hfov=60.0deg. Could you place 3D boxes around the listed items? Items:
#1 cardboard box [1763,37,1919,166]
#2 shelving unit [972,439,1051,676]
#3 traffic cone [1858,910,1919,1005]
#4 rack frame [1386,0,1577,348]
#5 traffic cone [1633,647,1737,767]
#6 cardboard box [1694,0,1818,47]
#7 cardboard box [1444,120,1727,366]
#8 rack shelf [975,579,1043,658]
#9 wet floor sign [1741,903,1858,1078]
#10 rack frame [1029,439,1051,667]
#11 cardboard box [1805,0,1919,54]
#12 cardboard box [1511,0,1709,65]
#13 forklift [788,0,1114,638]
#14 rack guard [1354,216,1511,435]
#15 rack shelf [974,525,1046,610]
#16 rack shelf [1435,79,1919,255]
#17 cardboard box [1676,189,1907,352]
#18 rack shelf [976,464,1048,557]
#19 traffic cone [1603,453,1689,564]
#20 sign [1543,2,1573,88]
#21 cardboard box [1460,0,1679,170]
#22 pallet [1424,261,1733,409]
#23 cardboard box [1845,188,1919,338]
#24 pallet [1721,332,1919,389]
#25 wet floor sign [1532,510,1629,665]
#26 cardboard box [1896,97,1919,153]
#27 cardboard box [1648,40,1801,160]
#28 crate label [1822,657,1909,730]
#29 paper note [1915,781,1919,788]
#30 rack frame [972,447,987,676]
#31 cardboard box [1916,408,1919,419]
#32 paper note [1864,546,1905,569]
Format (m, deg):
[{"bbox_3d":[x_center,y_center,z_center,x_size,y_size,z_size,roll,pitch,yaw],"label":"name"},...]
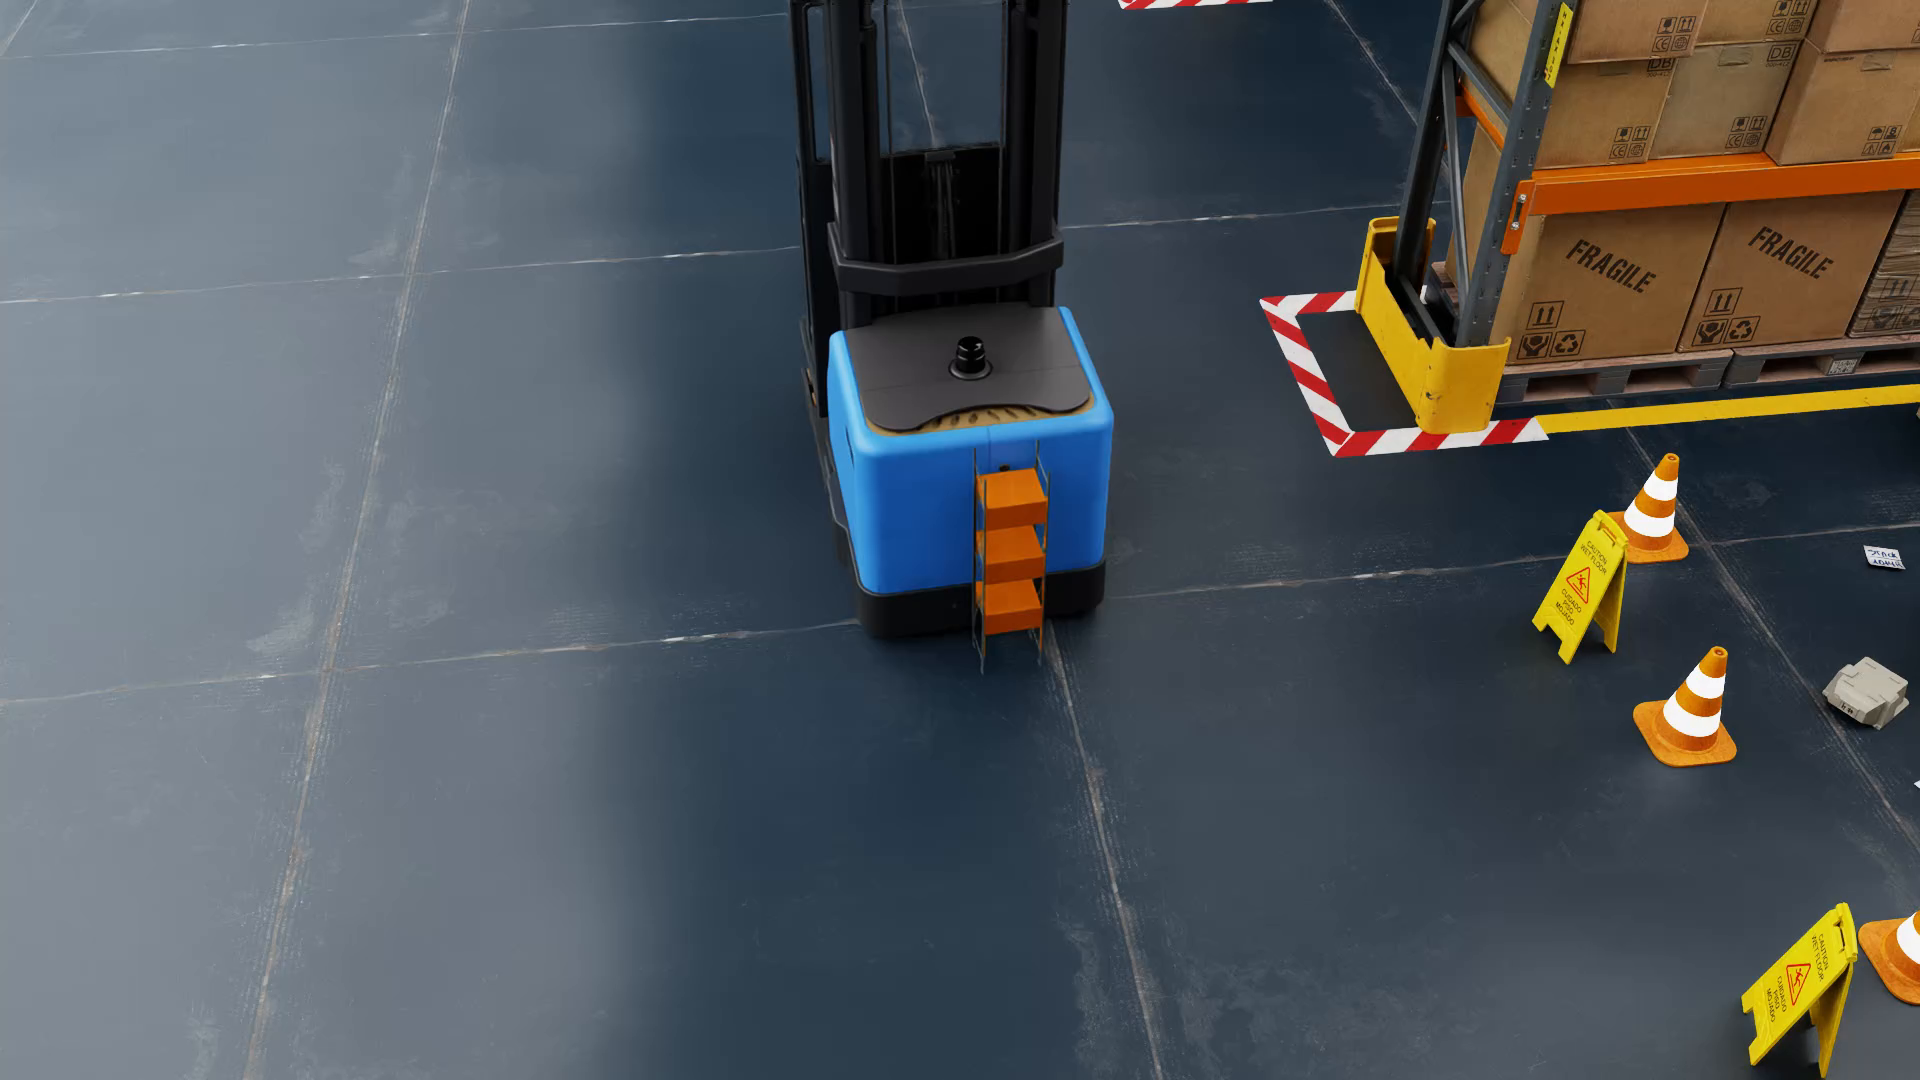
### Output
[{"bbox_3d":[3.834,-2.167,7.517,0.550,0.550,0.875,-5,42,-6],"label":"cardboard box"},{"bbox_3d":[0.194,0.088,6.583,0.252,1.050,0.215,-8,43,-9],"label":"shelving unit"},{"bbox_3d":[3.359,1.305,5.673,0.334,0.463,0.336,-5,42,-6],"label":"traffic cone"},{"bbox_3d":[2.358,-2.022,7.467,0.127,3.000,1.000,-5,42,-6],"label":"rack frame"},{"bbox_3d":[2.878,0.597,6.458,0.334,0.463,0.336,-5,42,-6],"label":"traffic cone"},{"bbox_3d":[3.264,-2.594,7.183,0.550,0.550,0.875,-5,42,-6],"label":"cardboard box"},{"bbox_3d":[3.021,-1.492,8.152,0.875,0.875,0.875,-5,42,-5],"label":"cardboard box"},{"bbox_3d":[0.194,0.303,6.777,0.240,0.259,0.215,-8,43,-9],"label":"rack shelf"},{"bbox_3d":[2.772,1.437,5.390,0.232,0.644,0.267,8,43,9],"label":"wet floor sign"},{"bbox_3d":[0.314,0.072,6.602,0.008,1.050,0.200,-8,43,-9],"label":"rack frame"},{"bbox_3d":[3.837,-2.553,7.137,0.550,0.550,0.875,-5,42,-6],"label":"cardboard box"},{"bbox_3d":[2.730,-2.485,7.063,0.550,0.550,0.875,-5,42,-6],"label":"cardboard box"},{"bbox_3d":[-0.169,-1.678,7.138,1.130,2.935,3.031,-7,43,-8],"label":"forklift"},{"bbox_3d":[2.334,-1.092,8.302,0.348,0.500,1.175,-5,42,-6],"label":"rack guard"},{"bbox_3d":[0.194,0.096,6.590,0.240,0.259,0.215,-8,43,-9],"label":"rack shelf"},{"bbox_3d":[4.341,-1.929,7.901,4.000,0.370,1.077,-5,42,-6],"label":"rack shelf"},{"bbox_3d":[3.894,-1.570,8.238,0.875,0.875,0.875,-6,42,-6],"label":"cardboard box"},{"bbox_3d":[0.194,-0.114,6.400,0.240,0.259,0.215,-8,43,-9],"label":"rack shelf"},{"bbox_3d":[3.068,-0.183,7.323,0.334,0.463,0.336,-5,42,-6],"label":"traffic cone"},{"bbox_3d":[2.424,-2.004,6.742,0.005,0.325,0.100,-5,42,-6],"label":"sign"},{"bbox_3d":[2.720,-2.140,7.486,0.550,0.550,0.875,-5,42,-6],"label":"cardboard box"},{"bbox_3d":[3.140,-1.108,8.536,1.213,0.211,1.003,-5,42,-6],"label":"pallet"},{"bbox_3d":[4.798,-1.647,8.325,0.875,0.875,0.875,-5,42,-5],"label":"cardboard box"},{"bbox_3d":[4.347,-1.212,8.651,1.213,0.211,1.003,-5,42,-6],"label":"pallet"},{"bbox_3d":[2.586,0.170,6.795,0.232,0.644,0.267,-12,43,-13],"label":"wet floor sign"},{"bbox_3d":[4.354,-2.241,7.598,0.500,0.550,0.875,-5,42,-6],"label":"cardboard box"},{"bbox_3d":[3.262,-2.202,7.555,0.550,0.550,0.875,-5,42,-6],"label":"cardboard box"},{"bbox_3d":[3.649,0.609,6.688,0.298,0.136,0.250,-27,49,-27],"label":"crate label"},{"bbox_3d":[3.779,0.955,6.383,0.142,0.019,0.148,-19,45,-20],"label":"paper note"},{"bbox_3d":[0.075,0.105,6.565,0.008,1.050,0.200,-8,43,-9],"label":"rack frame"},{"bbox_3d":[4.918,-0.626,7.784,0.500,0.500,0.500,2,42,2],"label":"cardboard box"},{"bbox_3d":[4.091,0.076,7.359,0.142,0.017,0.144,8,43,9],"label":"paper note"}]
